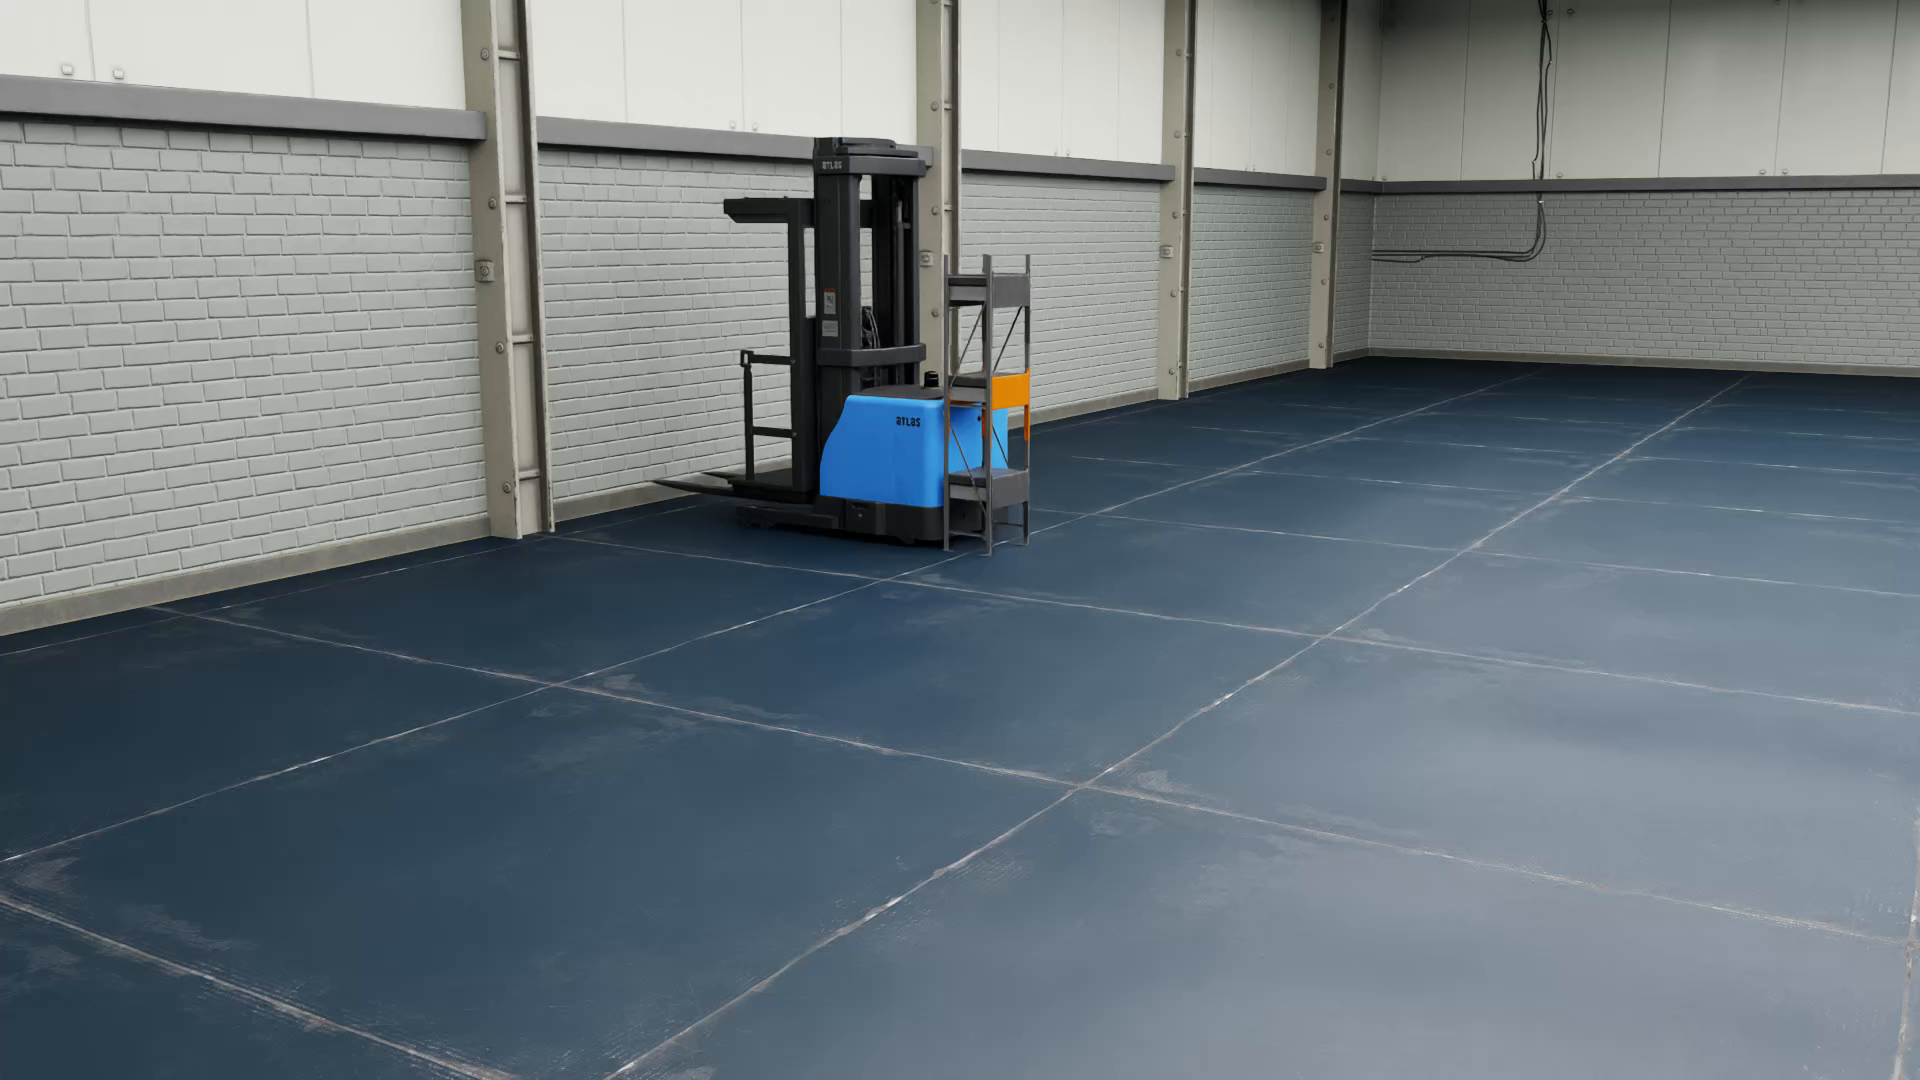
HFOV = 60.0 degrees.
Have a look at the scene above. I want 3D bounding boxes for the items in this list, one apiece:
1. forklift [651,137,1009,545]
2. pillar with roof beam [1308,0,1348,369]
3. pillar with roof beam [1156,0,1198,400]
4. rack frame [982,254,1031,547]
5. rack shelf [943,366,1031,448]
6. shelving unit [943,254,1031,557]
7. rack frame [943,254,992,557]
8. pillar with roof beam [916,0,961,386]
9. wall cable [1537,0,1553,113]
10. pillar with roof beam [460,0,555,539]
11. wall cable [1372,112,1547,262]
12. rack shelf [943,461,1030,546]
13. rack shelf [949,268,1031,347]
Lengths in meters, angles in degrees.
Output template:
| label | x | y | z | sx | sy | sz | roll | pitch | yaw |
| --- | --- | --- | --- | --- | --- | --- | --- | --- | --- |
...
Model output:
| label | x | y | z | sx | sy | sz | roll | pitch | yaw |
| --- | --- | --- | --- | --- | --- | --- | --- | --- | --- |
| forklift | -1.125 | -1.596 | 12.928 | 3.031 | 2.935 | 1.130 | 7 | 13 | 34 |
| pillar with roof beam | 9.693 | -6.895 | 24.743 | 9.100 | 9.000 | 0.400 | 6 | 12 | 31 |
| pillar with roof beam | 6.578 | -5.951 | 19.702 | 9.100 | 9.000 | 0.400 | 6 | 12 | 31 |
| rack frame | 0.332 | -1.005 | 12.032 | 0.400 | 2.100 | 0.015 | 7 | 13 | 34 |
| rack shelf | 0.192 | -0.955 | 11.838 | 0.431 | 0.518 | 0.480 | 7 | 13 | 34 |
| shelving unit | 0.192 | -0.969 | 11.836 | 0.431 | 2.100 | 0.503 | 7 | 13 | 34 |
| rack frame | 0.052 | -0.932 | 11.640 | 0.400 | 2.100 | 0.015 | 7 | 13 | 34 |
| pillar with roof beam | 3.463 | -5.008 | 14.662 | 9.100 | 9.000 | 0.400 | 6 | 12 | 31 |
| wall cable | 10.985 | -8.341 | 27.180 | 3.097 | 2.526 | 0.112 | 6 | 12 | 31 |
| pillar with roof beam | 0.348 | -4.064 | 9.622 | 9.100 | 9.000 | 0.400 | 6 | 12 | 31 |
| wall cable | 8.673 | -6.117 | 29.025 | 3.097 | 2.526 | 0.112 | 6 | 12 | 31 |
| rack shelf | 0.192 | -0.267 | 11.967 | 0.431 | 0.518 | 0.480 | 7 | 13 | 34 |
| rack shelf | 0.192 | -1.643 | 11.710 | 0.431 | 0.518 | 0.480 | 7 | 13 | 34 |
